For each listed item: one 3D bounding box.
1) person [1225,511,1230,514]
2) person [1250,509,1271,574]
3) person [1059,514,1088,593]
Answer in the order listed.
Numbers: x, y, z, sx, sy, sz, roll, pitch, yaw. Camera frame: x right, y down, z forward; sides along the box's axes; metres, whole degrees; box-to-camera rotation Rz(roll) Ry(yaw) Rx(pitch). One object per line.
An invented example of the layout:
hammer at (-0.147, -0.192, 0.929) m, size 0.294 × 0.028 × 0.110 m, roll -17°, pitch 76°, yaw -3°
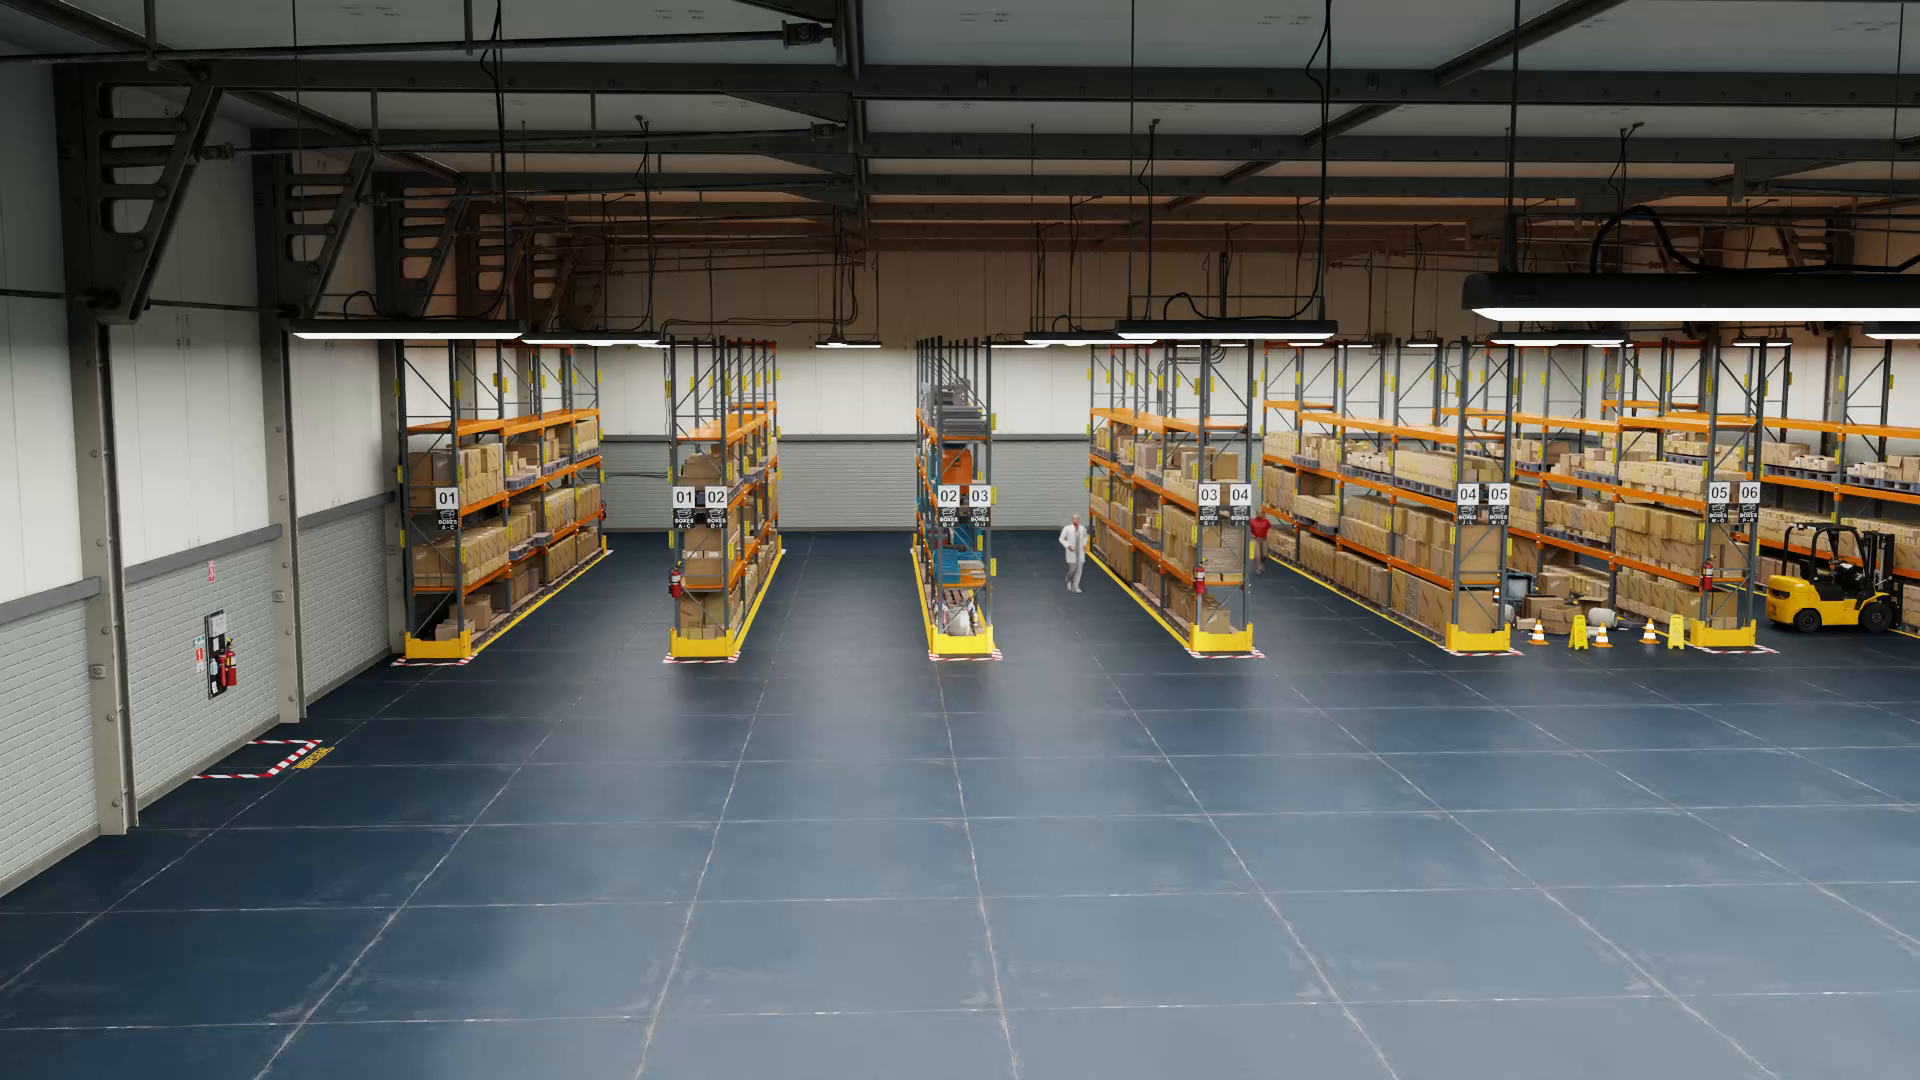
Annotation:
person at (7.408, -0.448, 46.686) m, size 0.712 × 1.810 × 0.746 m, roll 1°, pitch 7°, yaw 12°
person at (7.685, 0.047, 42.652) m, size 0.640 × 1.673 × 0.596 m, roll 0°, pitch 6°, yaw 1°
person at (2.601, 0.298, 37.553) m, size 0.702 × 1.756 × 0.744 m, roll -2°, pitch 7°, yaw -16°
